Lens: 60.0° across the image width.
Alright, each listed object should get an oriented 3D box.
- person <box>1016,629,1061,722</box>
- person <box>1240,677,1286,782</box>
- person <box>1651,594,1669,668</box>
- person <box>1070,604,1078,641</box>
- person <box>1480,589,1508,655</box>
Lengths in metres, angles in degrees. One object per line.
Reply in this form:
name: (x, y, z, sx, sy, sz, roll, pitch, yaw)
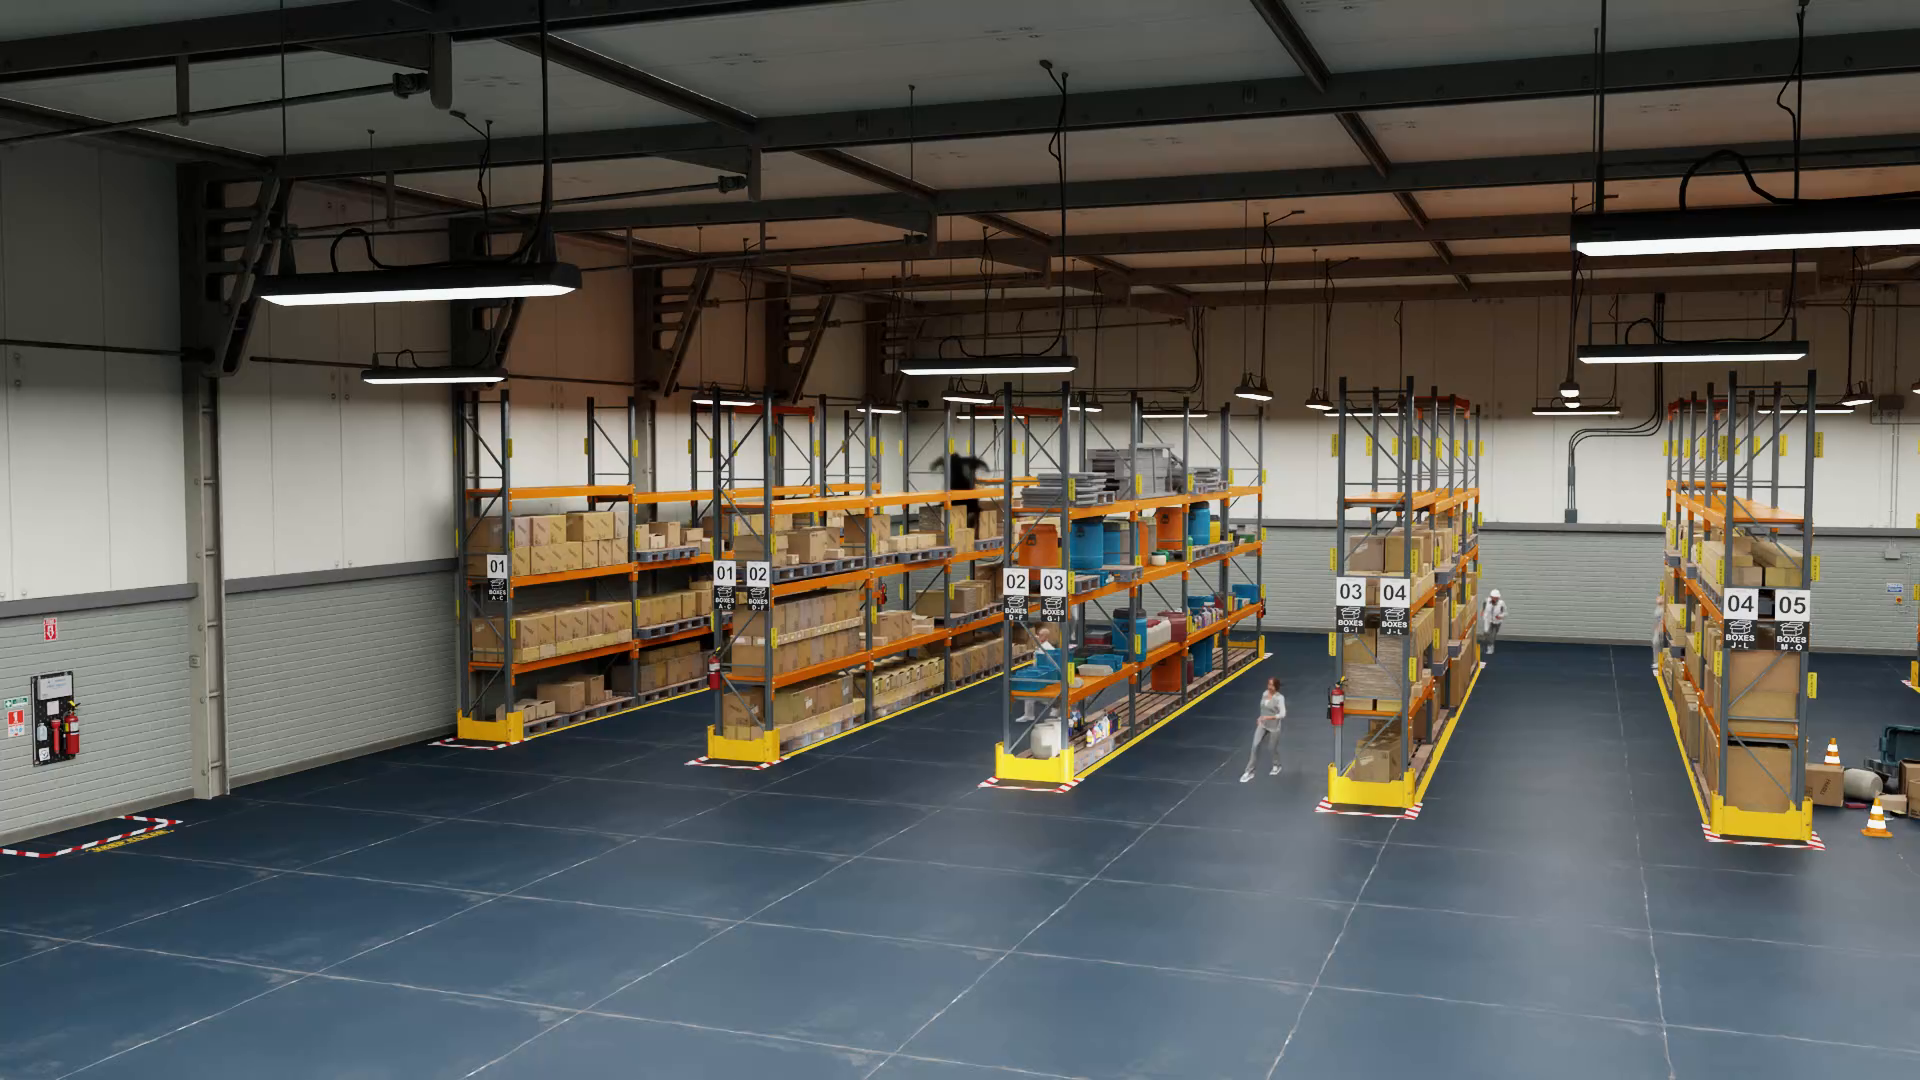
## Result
person: (1.538, 2.468, 30.255, 0.925, 1.729, 0.745, -1, 3, -25)
person: (4.649, 2.828, 24.900, 0.582, 1.534, 0.858, 3, 4, 40)
person: (16.176, 2.082, 38.072, 0.811, 1.694, 0.562, -1, 3, -19)
person: (2.849, 1.741, 43.333, 0.677, 1.812, 0.826, -1, 3, -17)
person: (12.926, 1.959, 40.387, 0.561, 1.580, 1.094, 1, 3, 19)
